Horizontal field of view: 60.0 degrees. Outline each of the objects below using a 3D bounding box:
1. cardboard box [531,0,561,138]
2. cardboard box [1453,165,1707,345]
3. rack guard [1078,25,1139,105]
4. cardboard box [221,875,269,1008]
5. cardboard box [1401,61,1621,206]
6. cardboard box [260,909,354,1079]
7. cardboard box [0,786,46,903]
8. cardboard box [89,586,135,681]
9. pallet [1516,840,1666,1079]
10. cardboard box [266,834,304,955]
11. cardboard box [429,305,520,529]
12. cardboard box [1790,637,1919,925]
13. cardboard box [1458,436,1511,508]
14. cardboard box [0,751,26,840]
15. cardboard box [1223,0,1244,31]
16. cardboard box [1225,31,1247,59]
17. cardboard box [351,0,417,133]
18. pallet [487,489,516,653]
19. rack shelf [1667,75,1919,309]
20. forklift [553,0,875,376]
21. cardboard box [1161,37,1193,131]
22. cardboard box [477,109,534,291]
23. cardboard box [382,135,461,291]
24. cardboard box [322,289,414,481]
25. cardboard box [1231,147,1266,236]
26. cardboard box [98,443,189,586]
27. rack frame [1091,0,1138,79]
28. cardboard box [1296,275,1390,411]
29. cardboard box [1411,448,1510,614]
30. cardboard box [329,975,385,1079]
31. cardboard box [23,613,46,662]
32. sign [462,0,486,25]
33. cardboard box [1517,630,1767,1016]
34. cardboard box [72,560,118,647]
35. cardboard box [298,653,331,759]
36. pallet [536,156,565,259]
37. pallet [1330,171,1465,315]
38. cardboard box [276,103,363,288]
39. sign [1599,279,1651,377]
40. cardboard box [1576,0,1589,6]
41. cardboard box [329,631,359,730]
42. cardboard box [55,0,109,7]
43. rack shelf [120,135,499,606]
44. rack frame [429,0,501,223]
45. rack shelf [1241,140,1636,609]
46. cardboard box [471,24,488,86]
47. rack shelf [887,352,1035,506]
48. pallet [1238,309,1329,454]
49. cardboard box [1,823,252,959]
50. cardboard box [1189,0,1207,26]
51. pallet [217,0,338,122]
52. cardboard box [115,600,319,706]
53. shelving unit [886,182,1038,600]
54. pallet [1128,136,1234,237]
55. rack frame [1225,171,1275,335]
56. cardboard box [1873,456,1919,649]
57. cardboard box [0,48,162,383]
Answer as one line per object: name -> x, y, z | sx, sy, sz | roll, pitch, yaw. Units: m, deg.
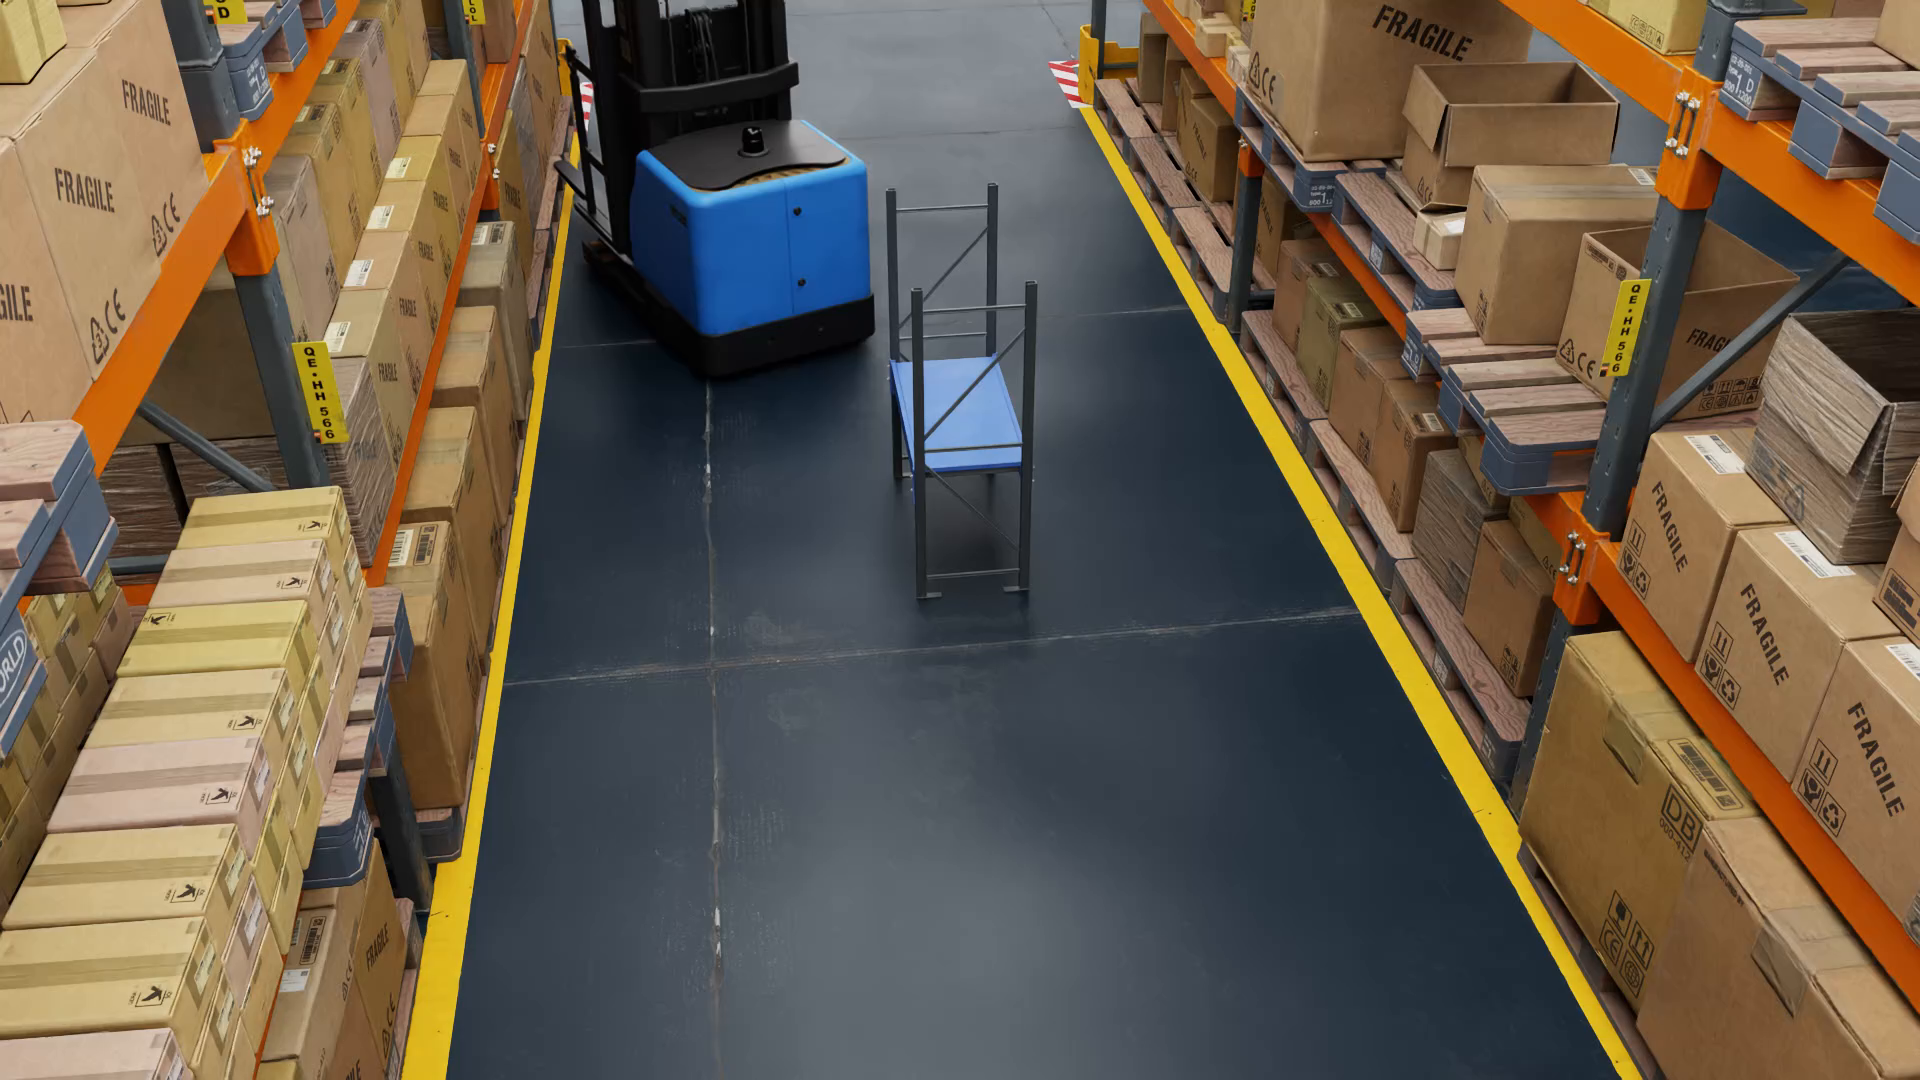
cardboard box -> -3.280, -3.312, 11.460 | 0.875, 0.875, 0.875 | -4, 34, -6
cardboard box -> 2.281, -1.062, 6.183 | 0.700, 0.500, 0.500 | 0, 34, 1
rack guard -> 1.502, -3.634, 12.638 | 1.175, 0.500, 0.348 | -4, 35, -6
cardboard box -> -1.668, 0.843, 3.436 | 0.380, 0.149, 0.250 | -4, 34, -5
cardboard box -> 2.354, -1.733, 7.164 | 0.797, 0.503, 0.637 | -1, 34, -1
cardboard box -> -1.931, 1.267, 4.408 | 0.500, 0.250, 0.500 | -4, 34, -6
cardboard box -> -2.390, 0.721, 3.879 | 0.380, 0.149, 0.250 | -3, 34, -4
cardboard box -> -2.501, 0.270, 4.541 | 0.380, 0.149, 0.250 | -5, 35, -7
pallet -> 2.599, 1.353, 5.577 | 1.003, 0.211, 1.213 | -4, 35, -6
cardboard box -> -1.705, 0.817, 3.738 | 0.380, 0.149, 0.250 | -6, 35, -8
cardboard box -> -2.600, -0.523, 7.479 | 1.050, 0.750, 0.750 | -4, 35, -6
cardboard box -> 2.507, 0.579, 4.148 | 0.500, 0.500, 0.500 | -5, 35, -7
cardboard box -> 2.366, -0.370, 6.793 | 0.500, 0.250, 0.500 | -1, 34, -1
cardboard box -> -2.383, 0.608, 3.781 | 0.380, 0.149, 0.250 | -4, 35, -6
cardboard box -> 1.998, -3.178, 9.398 | 0.875, 0.500, 0.500 | -4, 35, -6
cardboard box -> 1.711, -2.755, 9.352 | 0.380, 0.149, 0.250 | -4, 35, -6
cardboard box -> -2.755, -2.049, 7.116 | 0.700, 0.500, 0.500 | -5, 35, -7
pallet -> -2.553, 0.102, 7.413 | 1.003, 0.211, 1.213 | -4, 35, -6
rack shelf -> 2.836, -0.071, 3.166 | 1.077, 0.370, 4.000 | -4, 35, -6
forklift -> -1.650, -2.894, 9.394 | 1.130, 2.935, 3.031 | -18, 38, -24
cardboard box -> 1.673, -3.169, 11.583 | 0.500, 0.500, 0.500 | 4, 35, 6
cardboard box -> -2.914, -1.809, 9.255 | 0.875, 0.875, 0.875 | -4, 34, -6
cardboard box -> -2.428, -1.364, 6.999 | 0.500, 0.500, 0.500 | -4, 34, -6
cardboard box -> -2.225, -0.521, 5.762 | 0.500, 0.500, 0.500 | -5, 35, -7
cardboard box -> 1.931, -2.163, 10.107 | 0.500, 0.500, 0.500 | 6, 35, 9
cardboard box -> -2.688, -0.198, 5.288 | 0.500, 0.500, 0.500 | -4, 35, -6
rack frame -> 1.492, -4.709, 11.996 | 1.000, 3.000, 0.127 | -4, 35, -6
cardboard box -> 2.136, -1.014, 8.403 | 0.700, 0.500, 0.500 | -5, 35, -7
cardboard box -> 2.370, -0.074, 7.025 | 0.700, 0.500, 0.500 | -7, 35, -10
cardboard box -> -1.947, 1.571, 4.627 | 0.500, 0.500, 0.500 | -3, 34, -4
cardboard box -> -2.423, 0.319, 3.941 | 0.380, 0.149, 0.250 | -5, 35, -7
sign -> -2.363, -2.650, 8.017 | 0.100, 0.325, 0.005 | -4, 35, -6
cardboard box -> 2.640, 0.846, 5.358 | 1.225, 0.875, 0.875 | -6, 35, -9
cardboard box -> -2.495, 0.167, 4.428 | 0.380, 0.149, 0.250 | -3, 34, -4
cardboard box -> -1.768, 0.419, 4.058 | 0.380, 0.149, 0.250 | -4, 34, -5
pallet -> -3.091, -2.118, 10.670 | 1.003, 0.211, 1.213 | -4, 35, -6
pallet -> 2.261, -1.267, 7.116 | 1.003, 0.211, 1.213 | -4, 35, -6
cardboard box -> -2.552, -1.199, 5.870 | 0.700, 0.500, 0.500 | -5, 35, -7
sign -> 2.031, -0.644, 5.074 | 0.100, 0.325, 0.005 | -4, 35, -6
cardboard box -> 2.180, -1.945, 5.410 | 0.500, 0.250, 0.500 | -4, 35, -7
cardboard box -> -1.808, 0.384, 4.373 | 0.380, 0.149, 0.250 | -4, 35, -7
cardboard box -> -2.049, -1.316, 3.586 | 0.396, 0.266, 0.258 | -4, 35, -6
rack shelf -> -2.630, -0.744, 6.817 | 1.077, 0.370, 4.000 | -4, 35, -6
rack frame -> -2.899, -2.158, 8.252 | 1.000, 3.000, 0.127 | -4, 35, -6
rack shelf -> 2.299, -1.063, 7.286 | 1.077, 0.370, 4.000 | -4, 35, -6
cardboard box -> -3.057, -2.730, 8.959 | 0.875, 0.550, 0.550 | -4, 35, -6
rack shelf -> -0.011, -0.519, 7.499 | 0.538, 0.185, 1.000 | -4, 35, -6
pallet -> 2.136, -0.890, 8.869 | 1.003, 0.211, 1.213 | -4, 35, -6
cardboard box -> -1.669, 0.720, 3.352 | 0.380, 0.149, 0.250 | -3, 34, -4
cardboard box -> 1.590, -3.172, 9.964 | 0.380, 0.149, 0.250 | -4, 35, -6
pallet -> -2.500, -1.442, 4.707 | 1.213, 0.211, 1.003 | -3, 34, -4
cardboard box -> -1.774, 0.284, 3.991 | 0.380, 0.149, 0.250 | -3, 34, -5
shelving unit -> -0.011, -0.667, 7.397 | 0.538, 1.500, 1.048 | -4, 35, -6
pallet -> 1.737, -2.379, 11.053 | 1.003, 0.211, 1.213 | -4, 35, -6
rack frame -> 2.030, -2.477, 8.721 | 1.000, 3.000, 0.127 | -4, 35, -6
cardboard box -> 2.735, 0.073, 4.000 | 0.797, 0.503, 0.637 | -4, 34, -5
cardboard box -> -1.952, -0.629, 3.257 | 0.500, 0.500, 0.500 | -4, 35, -6
